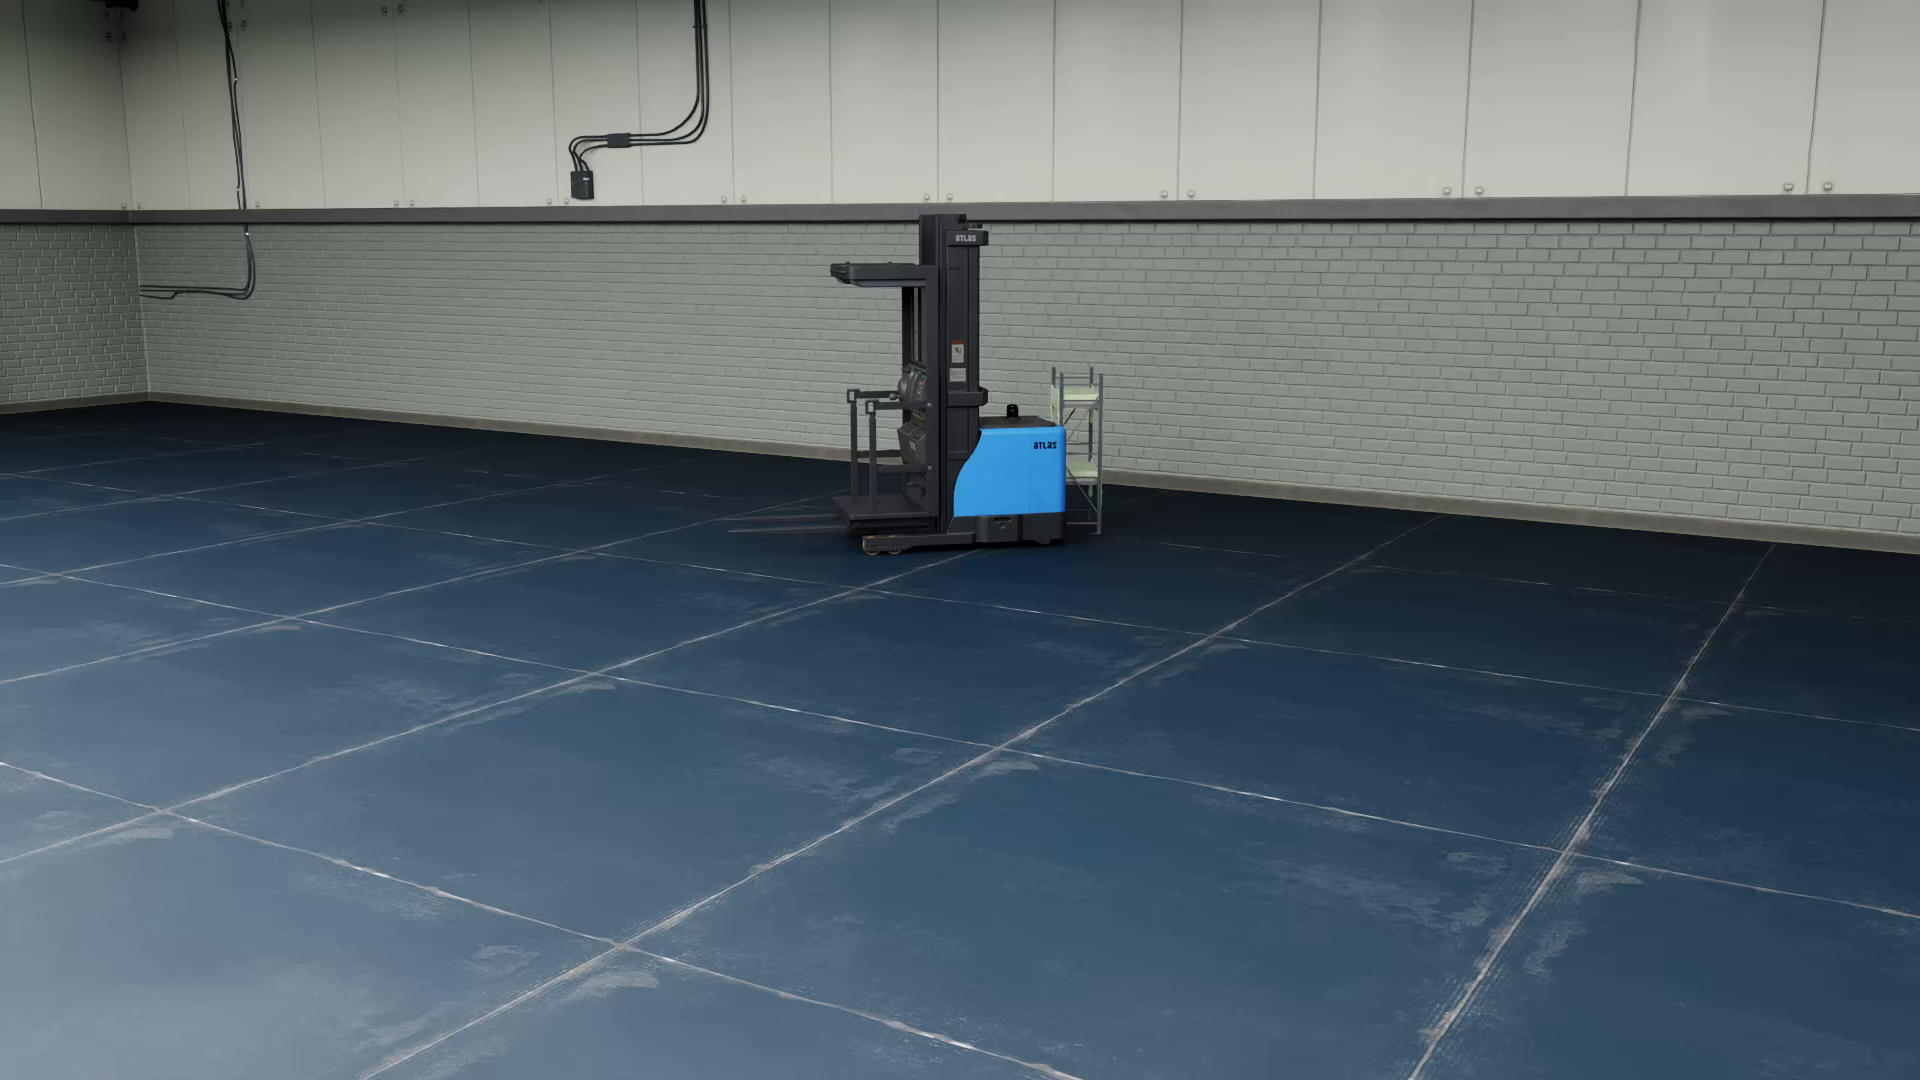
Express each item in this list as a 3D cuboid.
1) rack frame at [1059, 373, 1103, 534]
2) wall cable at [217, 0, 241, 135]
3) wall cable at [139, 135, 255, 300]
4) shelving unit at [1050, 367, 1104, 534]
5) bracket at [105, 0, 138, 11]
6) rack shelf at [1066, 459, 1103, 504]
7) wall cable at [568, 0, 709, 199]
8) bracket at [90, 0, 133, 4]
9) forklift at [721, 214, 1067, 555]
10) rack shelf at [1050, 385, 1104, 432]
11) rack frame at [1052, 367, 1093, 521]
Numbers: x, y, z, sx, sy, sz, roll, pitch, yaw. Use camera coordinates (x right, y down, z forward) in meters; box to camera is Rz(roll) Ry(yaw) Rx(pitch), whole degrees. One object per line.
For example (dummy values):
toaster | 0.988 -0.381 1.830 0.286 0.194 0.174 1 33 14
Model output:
rack frame | 1.115 -0.793 15.410 0.400 1.500 0.023 0 11 -2
wall cable | -9.926 -7.295 24.474 3.097 2.526 0.112 6 12 31
wall cable | -12.238 -5.071 26.320 3.097 2.526 0.112 6 12 31
shelving unit | 1.099 -0.860 15.770 0.431 1.500 0.755 0 11 -2
bracket | -13.148 -8.433 26.061 0.235 0.232 0.430 6 12 31
rack shelf | 1.099 -0.540 15.830 0.431 0.370 0.720 0 11 -2
wall cable | -4.132 -7.359 20.863 2.305 6.003 0.169 6 12 31
bracket | -13.455 -8.341 25.565 0.076 0.066 3.189 6 12 31
forklift | -0.610 -1.415 14.841 3.031 2.935 1.130 -2 11 -13
rack shelf | 1.099 -1.244 15.698 0.431 0.370 0.720 0 11 -2
rack frame | 1.083 -0.928 16.129 0.400 1.500 0.023 0 11 -2
